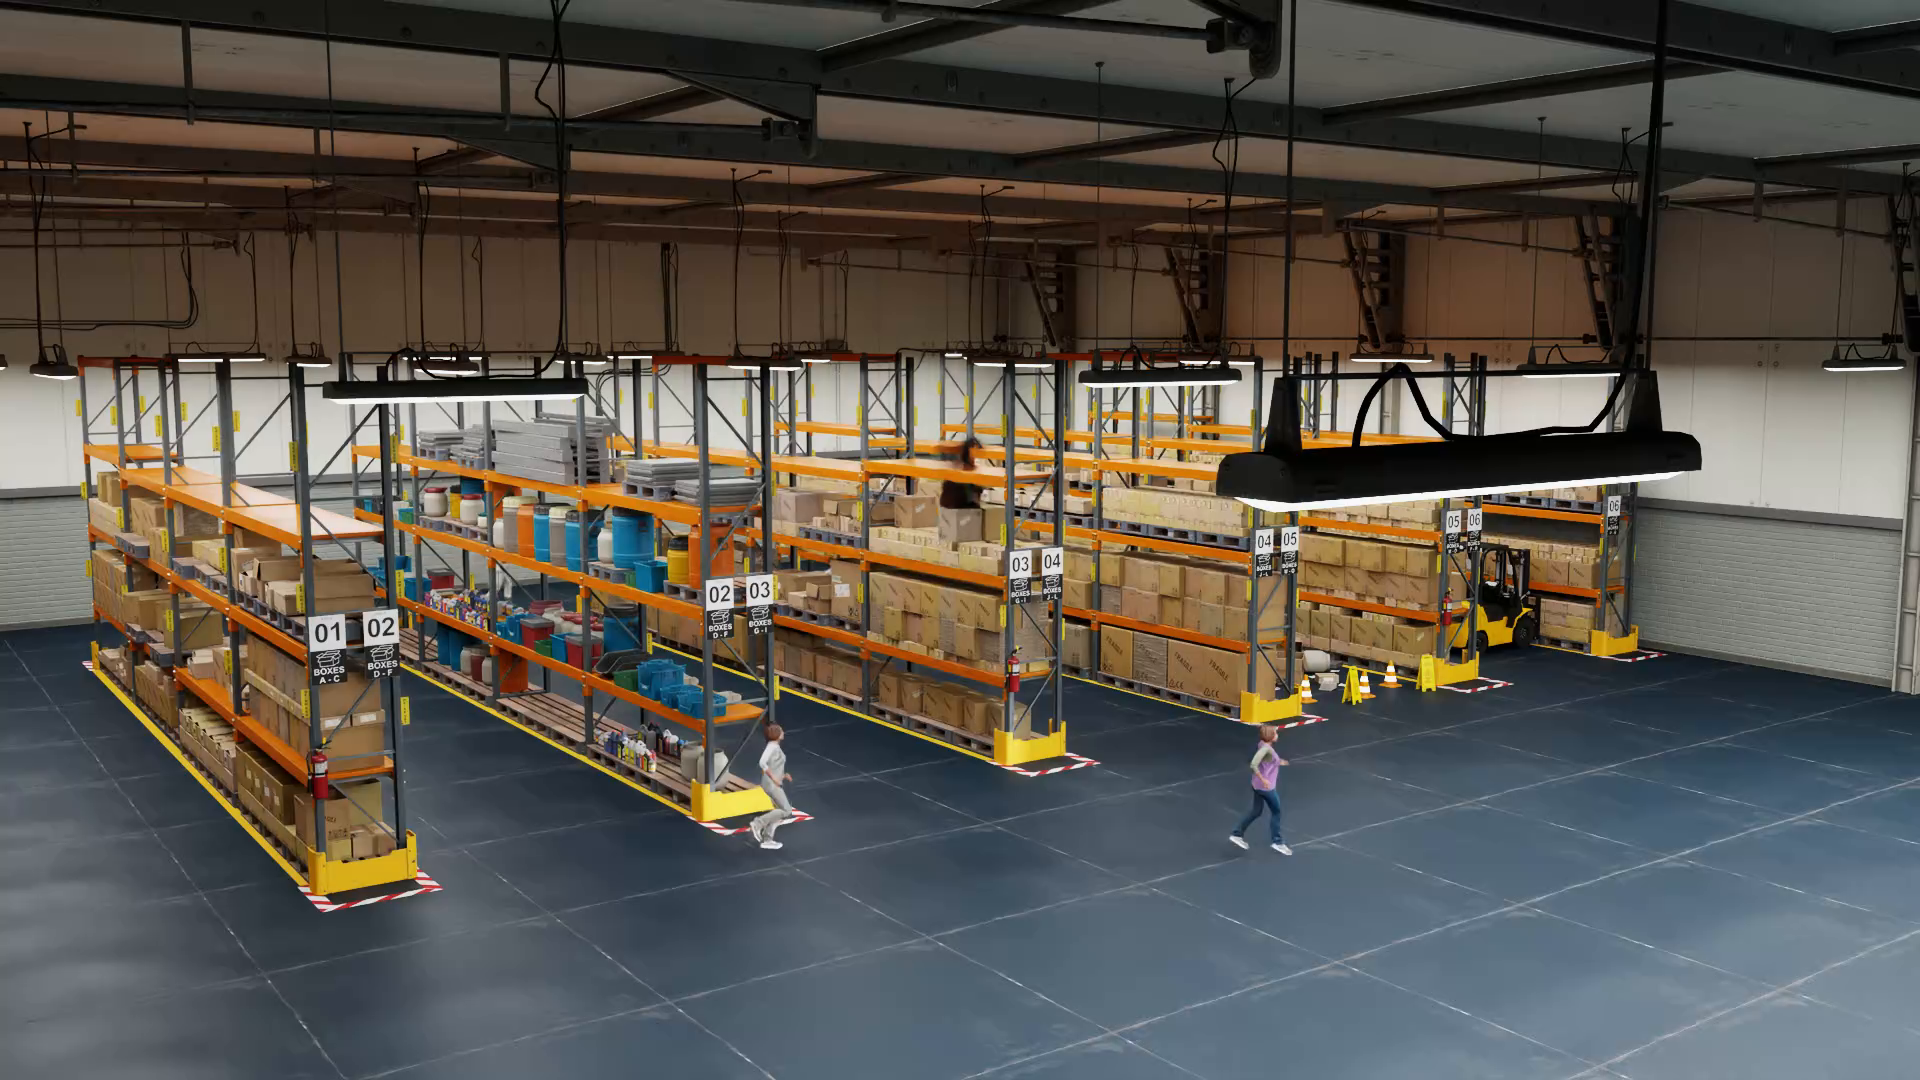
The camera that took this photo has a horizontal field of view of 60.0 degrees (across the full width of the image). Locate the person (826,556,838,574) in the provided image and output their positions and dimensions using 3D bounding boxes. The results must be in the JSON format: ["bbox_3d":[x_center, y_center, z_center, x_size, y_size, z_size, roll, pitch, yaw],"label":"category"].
[{"bbox_3d":[-2.672,1.177,35.840,0.569,1.684,0.692,-4,8,-30],"label":"person"}]

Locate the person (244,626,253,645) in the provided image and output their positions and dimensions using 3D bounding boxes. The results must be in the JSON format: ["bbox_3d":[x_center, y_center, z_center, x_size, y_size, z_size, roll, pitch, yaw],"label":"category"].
[{"bbox_3d":[-13.985,1.615,32.386,0.882,1.606,0.614,7,10,44],"label":"person"}]

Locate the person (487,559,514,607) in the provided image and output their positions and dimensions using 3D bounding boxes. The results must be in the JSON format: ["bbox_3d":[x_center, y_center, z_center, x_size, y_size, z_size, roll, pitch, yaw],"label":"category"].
[{"bbox_3d":[-10.652,0.773,38.437,0.835,1.846,0.661,-2,7,-18],"label":"person"}]

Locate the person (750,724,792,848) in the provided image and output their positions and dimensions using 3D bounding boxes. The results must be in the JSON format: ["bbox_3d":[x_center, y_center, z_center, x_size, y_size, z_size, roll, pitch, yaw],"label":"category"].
[{"bbox_3d":[-2.365,3.066,20.829,0.522,1.503,0.584,-1,7,-5],"label":"person"}]

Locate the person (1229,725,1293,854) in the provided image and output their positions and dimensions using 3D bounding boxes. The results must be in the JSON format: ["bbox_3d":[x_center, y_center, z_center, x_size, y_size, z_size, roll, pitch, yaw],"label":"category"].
[{"bbox_3d":[3.705,3.065,20.456,0.792,1.629,0.519,-1,7,-5],"label":"person"}]
